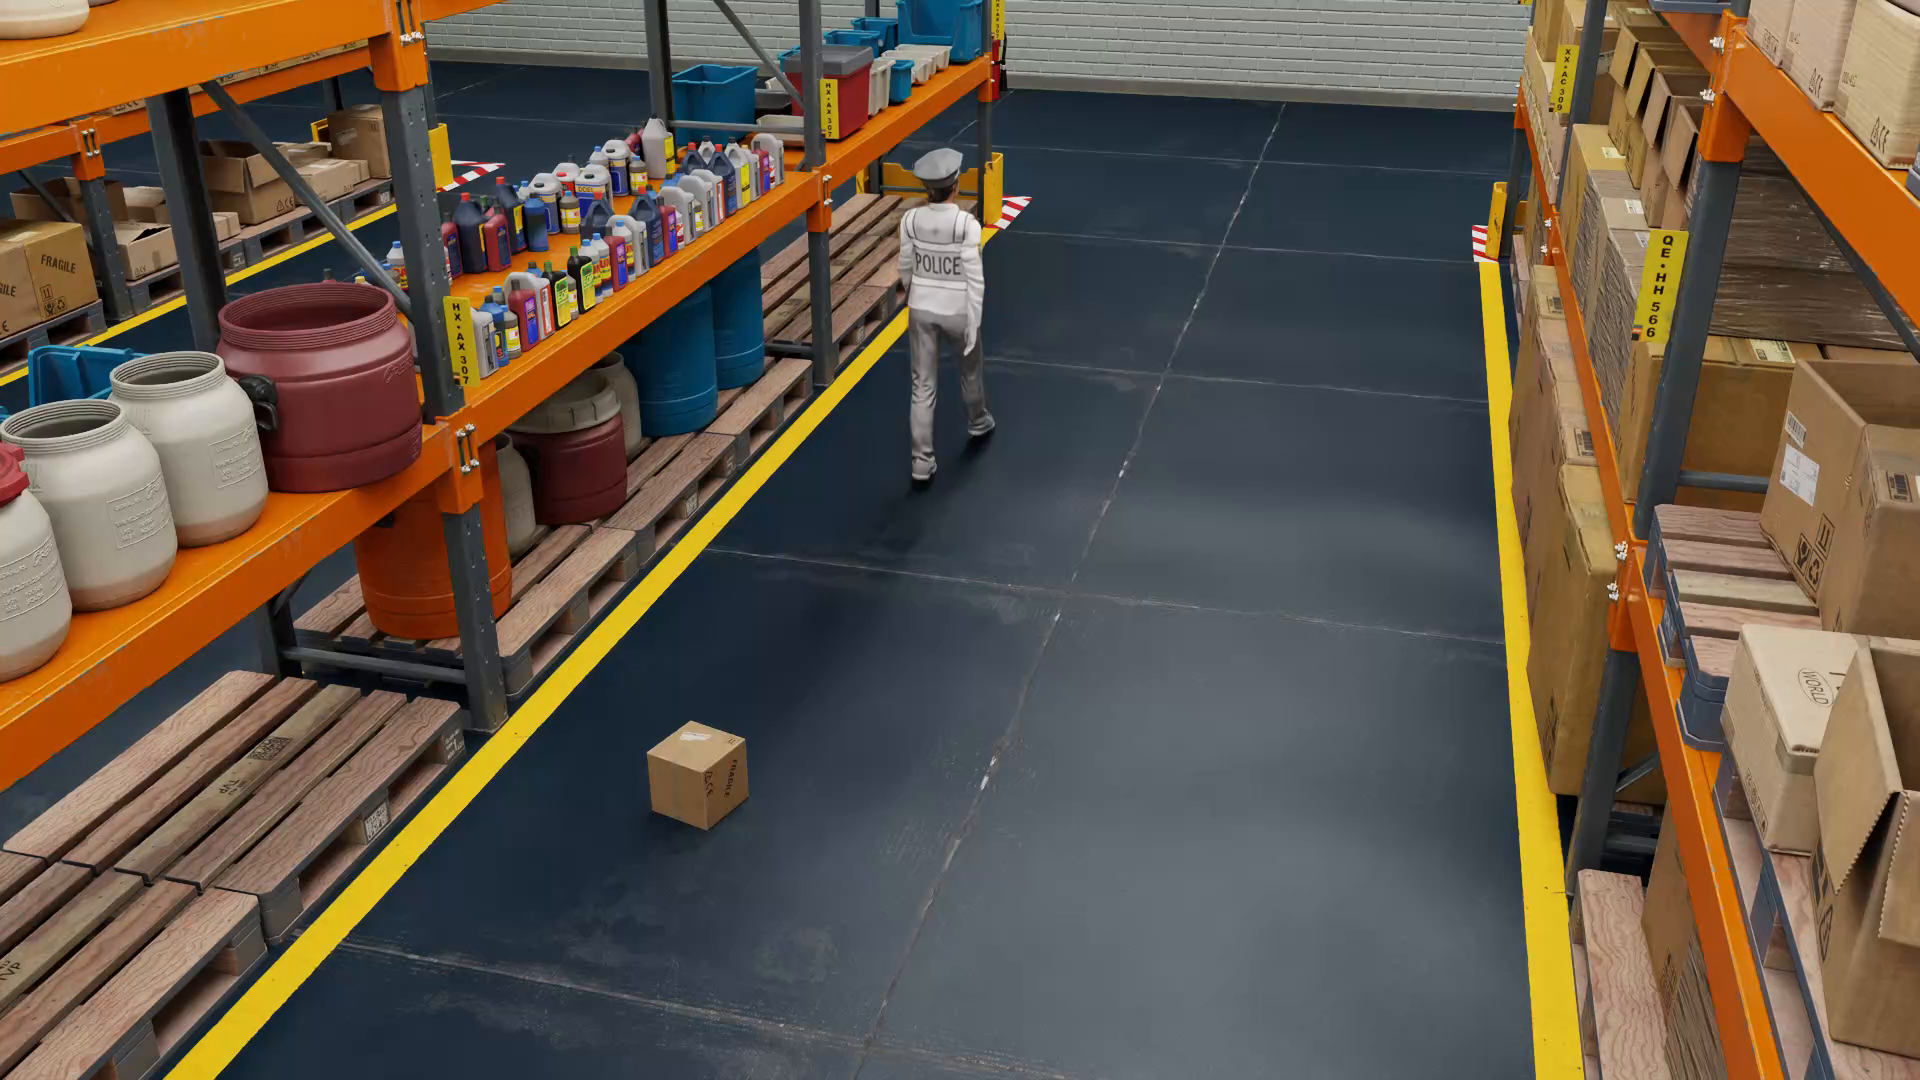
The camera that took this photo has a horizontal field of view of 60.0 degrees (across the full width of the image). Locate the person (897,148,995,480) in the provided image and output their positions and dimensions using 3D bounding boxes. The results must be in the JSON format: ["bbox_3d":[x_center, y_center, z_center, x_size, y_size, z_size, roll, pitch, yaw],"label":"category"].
[{"bbox_3d":[-0.071,-1.212,8.586,0.498,1.637,0.967,6,26,13],"label":"person"}]
